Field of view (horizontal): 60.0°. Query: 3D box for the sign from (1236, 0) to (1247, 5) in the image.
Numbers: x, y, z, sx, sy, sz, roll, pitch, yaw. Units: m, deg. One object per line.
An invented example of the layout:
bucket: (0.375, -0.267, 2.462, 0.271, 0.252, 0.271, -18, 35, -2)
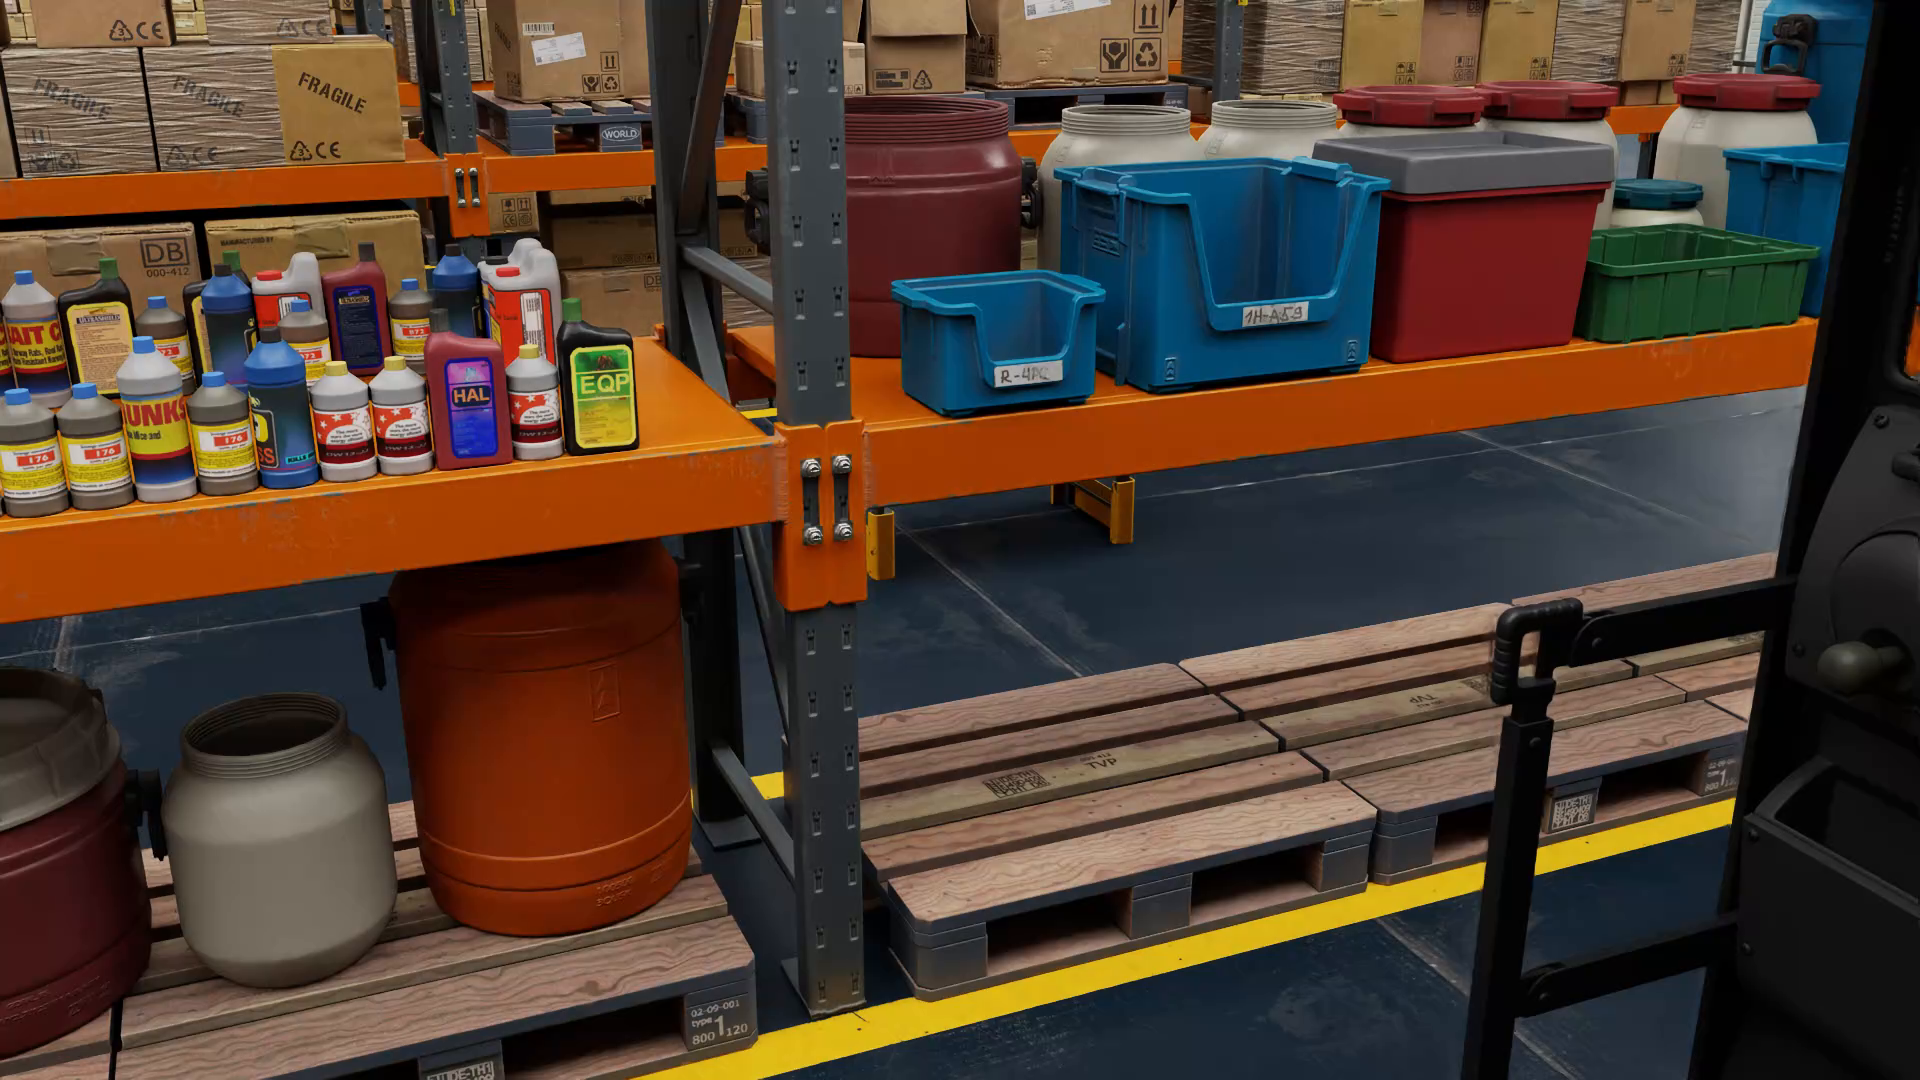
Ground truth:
sign: (1.474, -2.954, 8.650, 0.005, 0.325, 0.100, -8, 21, -22)

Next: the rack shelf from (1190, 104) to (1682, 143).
rack shelf: (3.088, -2.500, 10.189, 4.000, 0.370, 1.077, -8, 21, -22)

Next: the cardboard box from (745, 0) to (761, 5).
cardboard box: (-1.546, -4.485, 13.088, 0.500, 0.500, 0.700, -9, 21, -23)

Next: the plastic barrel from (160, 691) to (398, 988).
plastic barrel: (-1.385, 0.607, 3.395, 0.421, 0.512, 0.421, 0, 19, 0)

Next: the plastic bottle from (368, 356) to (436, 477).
plastic bottle: (-0.987, -0.223, 2.937, 0.097, 0.201, 0.097, 0, 19, 0)

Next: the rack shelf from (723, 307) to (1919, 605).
rack shelf: (1.377, -0.463, 4.405, 4.000, 0.370, 1.077, -8, 21, -22)

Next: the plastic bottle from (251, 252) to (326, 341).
plastic bottle: (-1.410, -0.462, 3.504, 0.135, 0.276, 0.152, -8, 21, -22)

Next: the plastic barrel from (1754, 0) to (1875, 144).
plastic barrel: (2.738, -1.344, 5.067, 0.708, 0.901, 0.600, -8, 21, -22)

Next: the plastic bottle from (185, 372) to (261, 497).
plastic bottle: (-1.255, -0.184, 2.828, 0.097, 0.201, 0.097, 0, 19, 0)

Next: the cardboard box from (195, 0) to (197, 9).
cardboard box: (-5.511, -3.833, 11.740, 0.250, 0.149, 0.380, -9, 21, -24)

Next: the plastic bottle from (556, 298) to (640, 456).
plastic bottle: (-0.662, -0.301, 3.037, 0.133, 0.283, 0.061, -8, 21, -22)

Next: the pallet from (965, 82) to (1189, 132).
pallet: (0.492, -2.430, 9.194, 1.213, 0.211, 1.003, -8, 21, -22)

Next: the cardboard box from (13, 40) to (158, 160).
cardboard box: (-3.917, -1.979, 7.476, 0.500, 0.500, 0.500, -9, 21, -23)

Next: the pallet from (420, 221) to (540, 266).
pallet: (-3.540, -2.341, 12.854, 1.213, 0.211, 1.003, -8, 21, -22)

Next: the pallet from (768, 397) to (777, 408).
pallet: (-0.585, -0.996, 9.034, 1.213, 0.211, 1.003, -8, 21, -22)

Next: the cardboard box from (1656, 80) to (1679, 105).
cardboard box: (4.305, -2.802, 10.342, 0.250, 0.149, 0.380, -8, 21, -22)

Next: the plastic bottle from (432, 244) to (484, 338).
plastic bottle: (-1.102, -0.514, 3.658, 0.097, 0.271, 0.097, 0, 19, 0)

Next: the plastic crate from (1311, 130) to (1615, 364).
plastic crate: (1.145, -0.689, 3.866, 0.583, 0.464, 0.402, -8, 21, -22)

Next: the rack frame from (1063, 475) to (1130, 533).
rack frame: (0.545, -0.786, 6.495, 0.032, 1.500, 0.500, -8, 21, -22)

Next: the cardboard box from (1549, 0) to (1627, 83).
cardboard box: (3.520, -3.071, 10.129, 0.500, 0.500, 0.875, -8, 21, -22)

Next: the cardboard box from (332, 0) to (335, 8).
cardboard box: (-6.040, -5.602, 16.685, 0.500, 0.500, 0.500, -9, 21, -23)

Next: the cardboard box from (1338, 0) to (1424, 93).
cardboard box: (2.162, -2.859, 9.527, 0.500, 0.500, 0.875, -8, 21, -22)

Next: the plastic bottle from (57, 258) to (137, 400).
plastic bottle: (-1.763, -0.431, 3.406, 0.133, 0.283, 0.061, -8, 21, -22)

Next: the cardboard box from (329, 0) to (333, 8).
cardboard box: (-7.802, -6.727, 20.583, 0.500, 0.250, 0.500, -8, 21, -22)

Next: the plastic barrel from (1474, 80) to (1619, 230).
plastic barrel: (1.574, -0.974, 4.568, 0.433, 0.535, 0.433, 0, 19, 0)

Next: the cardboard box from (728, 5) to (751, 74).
cardboard box: (-1.922, -3.866, 12.835, 0.500, 0.500, 0.500, -8, 21, -21)

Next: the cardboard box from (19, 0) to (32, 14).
cardboard box: (-5.989, -3.528, 10.876, 0.250, 0.149, 0.380, -7, 21, -20)

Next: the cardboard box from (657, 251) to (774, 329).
cardboard box: (-1.310, -1.250, 8.656, 0.500, 0.500, 0.700, -10, 22, -26)

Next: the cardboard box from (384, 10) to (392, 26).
cardboard box: (-5.702, -5.165, 16.419, 0.250, 0.149, 0.380, -10, 22, -25)

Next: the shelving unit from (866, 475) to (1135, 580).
shelving unit: (0.070, -0.717, 6.301, 1.083, 1.500, 0.587, -8, 21, -22)

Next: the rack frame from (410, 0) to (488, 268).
rack frame: (-2.422, -2.050, 7.828, 0.127, 3.000, 1.000, -8, 21, -22)

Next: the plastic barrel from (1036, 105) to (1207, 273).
plastic barrel: (0.400, -0.793, 4.089, 0.421, 0.512, 0.421, 0, 19, 0)

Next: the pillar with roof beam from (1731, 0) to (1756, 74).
pillar with roof beam: (16.266, -11.706, 26.218, 0.400, 9.000, 9.100, -8, 21, -22)

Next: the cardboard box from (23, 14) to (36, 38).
cardboard box: (-5.987, -3.387, 10.924, 0.250, 0.149, 0.380, -9, 21, -23)

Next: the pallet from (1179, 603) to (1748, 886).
pallet: (1.385, 0.526, 4.709, 1.213, 0.211, 1.003, -8, 21, -22)

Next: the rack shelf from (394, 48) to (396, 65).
rack shelf: (-4.511, -4.996, 17.277, 4.000, 0.370, 1.077, -8, 21, -22)

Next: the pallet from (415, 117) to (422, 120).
pallet: (-7.545, -5.366, 21.445, 1.213, 0.211, 1.003, -8, 21, -22)

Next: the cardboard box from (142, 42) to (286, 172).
cardboard box: (-3.237, -1.893, 7.231, 0.500, 0.500, 0.500, -8, 21, -22)

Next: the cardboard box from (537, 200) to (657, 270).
cardboard box: (-1.818, -1.529, 8.321, 0.500, 0.250, 0.500, -7, 21, -20)

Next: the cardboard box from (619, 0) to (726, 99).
cardboard box: (-1.469, -2.482, 8.273, 0.500, 0.500, 0.700, -5, 20, -14)

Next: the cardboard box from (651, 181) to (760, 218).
cardboard box: (-2.042, -3.004, 13.293, 0.750, 0.750, 1.050, -8, 21, -22)

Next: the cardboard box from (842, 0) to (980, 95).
cardboard box: (-0.304, -2.567, 8.508, 0.637, 0.503, 0.797, -6, 20, -16)

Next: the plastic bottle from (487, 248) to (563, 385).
plastic bottle: (-0.925, -0.476, 3.545, 0.135, 0.276, 0.152, -8, 21, -22)

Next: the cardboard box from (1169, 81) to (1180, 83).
cardboard box: (1.649, -3.598, 14.792, 0.875, 0.875, 0.875, -9, 21, -23)

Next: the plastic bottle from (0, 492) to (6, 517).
plastic bottle: (-1.613, -0.133, 2.682, 0.097, 0.201, 0.097, 0, 19, 0)

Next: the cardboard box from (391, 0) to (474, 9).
cardboard box: (-3.877, -4.151, 12.138, 0.500, 0.500, 0.700, -8, 21, -22)

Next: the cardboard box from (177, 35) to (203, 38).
cardboard box: (-5.259, -3.353, 11.273, 0.250, 0.149, 0.380, -8, 21, -23)

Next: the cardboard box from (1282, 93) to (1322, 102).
cardboard box: (1.802, -2.423, 9.266, 0.250, 0.149, 0.380, -8, 21, -22)

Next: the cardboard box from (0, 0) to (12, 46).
cardboard box: (-4.312, -2.304, 6.888, 0.637, 0.503, 0.797, -7, 21, -20)

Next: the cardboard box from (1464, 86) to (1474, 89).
cardboard box: (2.940, -2.596, 9.756, 0.250, 0.149, 0.380, -8, 21, -22)

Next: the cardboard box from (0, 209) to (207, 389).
cardboard box: (-3.885, -1.047, 7.545, 0.875, 0.875, 1.225, -8, 21, -22)

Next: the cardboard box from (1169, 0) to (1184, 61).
cardboard box: (1.669, -4.522, 14.622, 0.550, 0.550, 0.875, -8, 21, -22)
